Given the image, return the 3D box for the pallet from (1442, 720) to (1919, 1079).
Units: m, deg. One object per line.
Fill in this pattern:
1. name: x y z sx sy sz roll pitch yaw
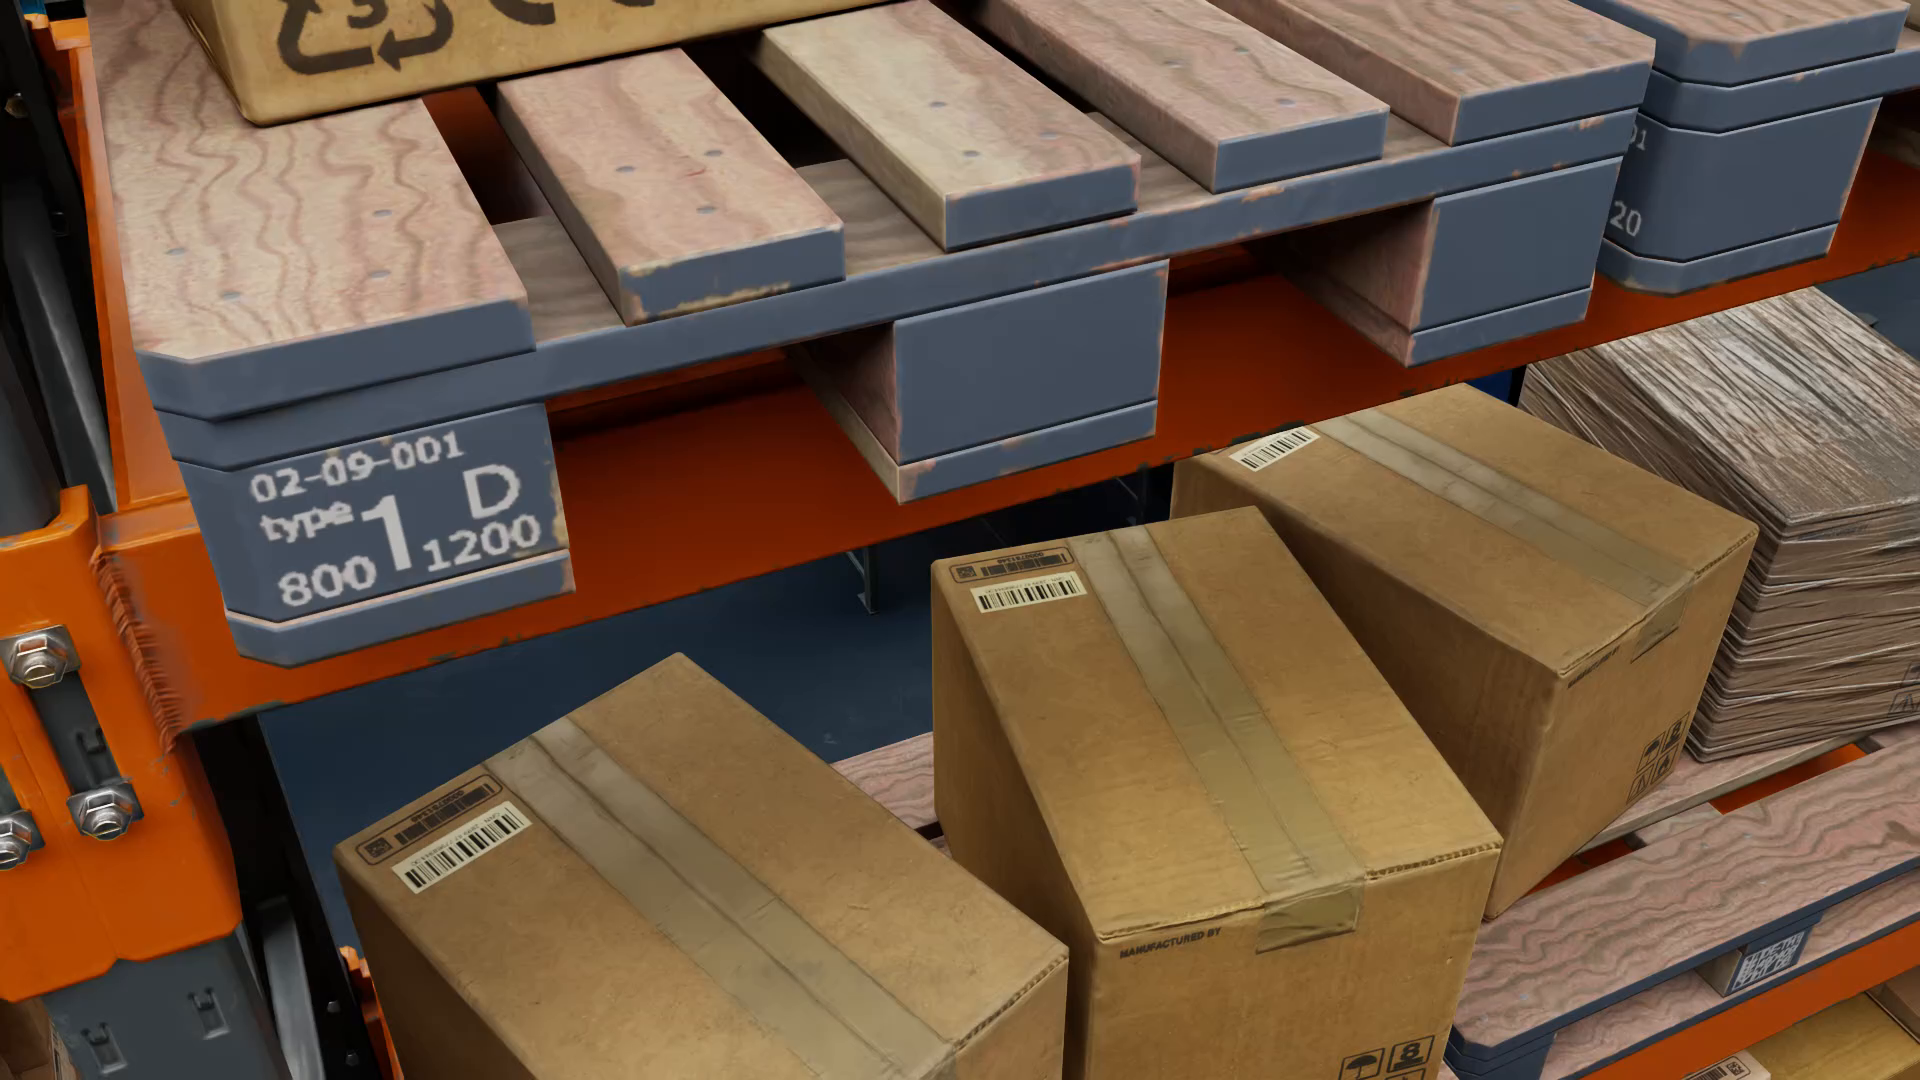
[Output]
1. pallet: 1.037 0.362 2.906 1.213 0.211 1.003 -16 39 -20

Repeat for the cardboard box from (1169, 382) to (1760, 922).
1. cardboard box: 0.747 0.113 2.643 0.500 0.500 0.700 -26 44 -31

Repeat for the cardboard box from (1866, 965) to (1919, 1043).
1. cardboard box: 1.999 0.696 3.394 0.500 0.250 0.500 -14 39 -18

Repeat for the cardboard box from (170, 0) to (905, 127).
1. cardboard box: -0.338 -0.739 1.190 0.600 0.600 0.600 -19 41 -24

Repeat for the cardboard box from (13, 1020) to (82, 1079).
1. cardboard box: -1.403 0.744 2.145 0.500 0.500 0.500 -15 39 -19

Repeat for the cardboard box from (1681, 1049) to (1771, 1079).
1. cardboard box: 1.075 0.957 3.041 0.500 0.250 0.500 -16 40 -21

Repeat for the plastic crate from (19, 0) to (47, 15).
1. plastic crate: -3.205 -1.585 5.333 0.575 0.384 0.392 -16 39 -20

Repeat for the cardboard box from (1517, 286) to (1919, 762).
1. cardboard box: 1.364 -0.070 2.890 0.500 0.500 0.700 -9 37 -11

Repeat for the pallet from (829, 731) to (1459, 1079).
1. pallet: -0.056 0.736 2.401 1.213 0.211 1.003 -16 39 -20

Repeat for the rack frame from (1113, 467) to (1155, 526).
1. rack frame: 0.537 -0.753 5.506 0.032 1.500 0.500 -16 39 -20

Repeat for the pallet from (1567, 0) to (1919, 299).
1. pallet: 0.732 -0.718 1.840 1.003 0.211 1.213 -16 39 -20

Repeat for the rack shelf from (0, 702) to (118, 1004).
1. rack shelf: -2.636 0.393 0.789 4.000 0.370 1.077 -16 39 -20

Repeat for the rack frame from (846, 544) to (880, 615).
1. rack frame: -0.383 -0.495 5.159 0.032 1.500 0.500 -16 39 -20

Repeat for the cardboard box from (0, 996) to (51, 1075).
1. cardboard box: -1.372 0.328 1.866 0.500 0.500 0.500 -15 39 -19

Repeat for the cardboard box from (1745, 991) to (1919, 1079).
1. cardboard box: 1.580 1.111 3.463 0.500 0.500 0.500 -17 40 -22

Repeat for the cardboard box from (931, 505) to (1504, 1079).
1. cardboard box: 0.294 0.386 2.275 0.500 0.500 0.700 -10 38 -13

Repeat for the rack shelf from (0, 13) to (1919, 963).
1. rack shelf: 0.985 -0.620 2.154 4.000 0.370 1.077 -16 39 -20

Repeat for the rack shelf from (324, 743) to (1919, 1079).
1. rack shelf: 0.985 0.585 3.047 4.000 0.370 1.077 -16 39 -20

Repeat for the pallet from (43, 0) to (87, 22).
1. pallet: -5.753 -3.271 9.982 1.213 0.211 1.003 -16 39 -20

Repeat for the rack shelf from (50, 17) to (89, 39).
1. rack shelf: -4.737 -1.075 5.285 4.000 0.370 1.077 -16 39 -20

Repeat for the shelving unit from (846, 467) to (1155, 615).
1. shelving unit: 0.077 -0.624 5.332 1.048 1.500 0.538 -16 39 -20

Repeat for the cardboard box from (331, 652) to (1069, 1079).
1. cardboard box: -0.302 0.594 1.995 0.500 0.500 0.700 -30 46 -34

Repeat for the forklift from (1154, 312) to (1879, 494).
1. forklift: 2.091 -1.698 5.579 3.031 2.935 1.130 -14 39 -18

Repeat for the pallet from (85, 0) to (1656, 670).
1. pallet: -0.205 -0.454 1.484 1.003 0.211 1.213 -16 39 -20
